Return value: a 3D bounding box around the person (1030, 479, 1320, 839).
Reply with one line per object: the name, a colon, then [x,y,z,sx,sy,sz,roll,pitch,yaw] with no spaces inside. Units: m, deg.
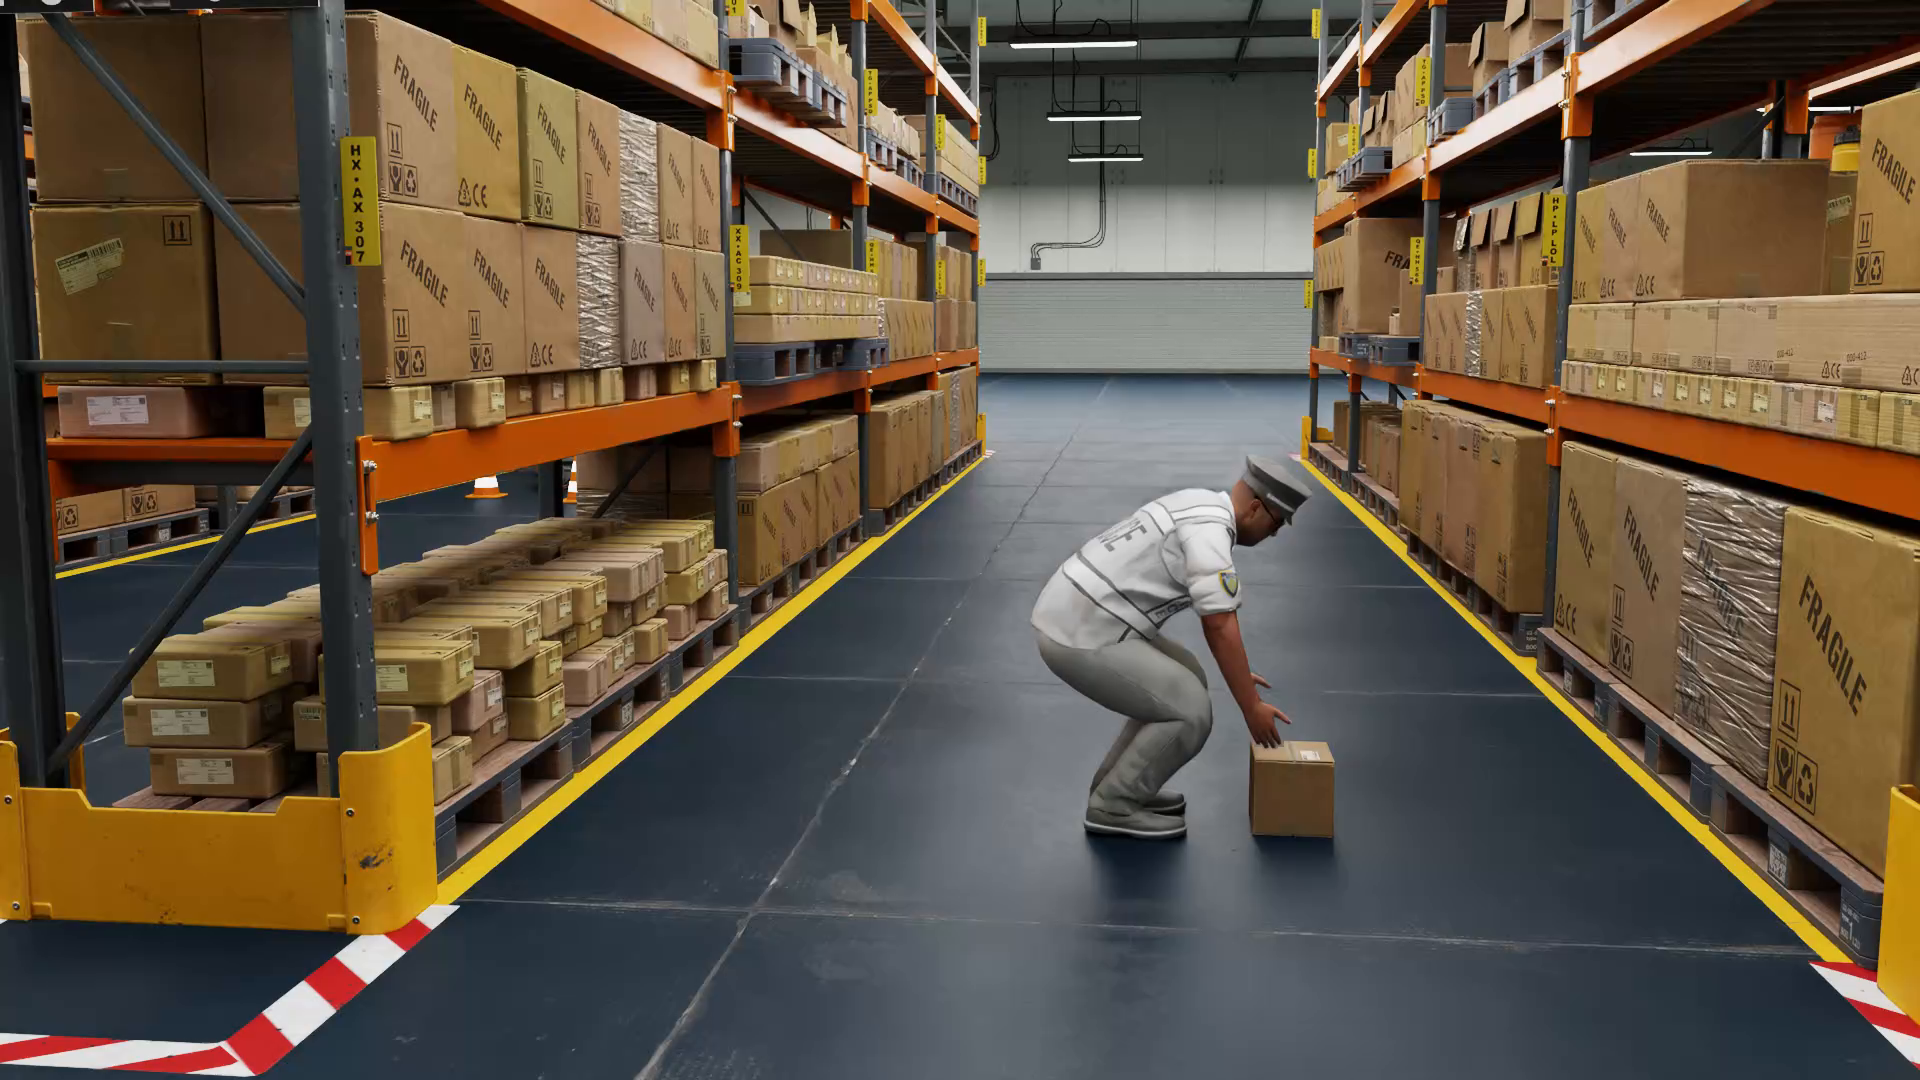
person: [0.694,0.366,5.410,0.923,1.124,0.573,1,8,6]
